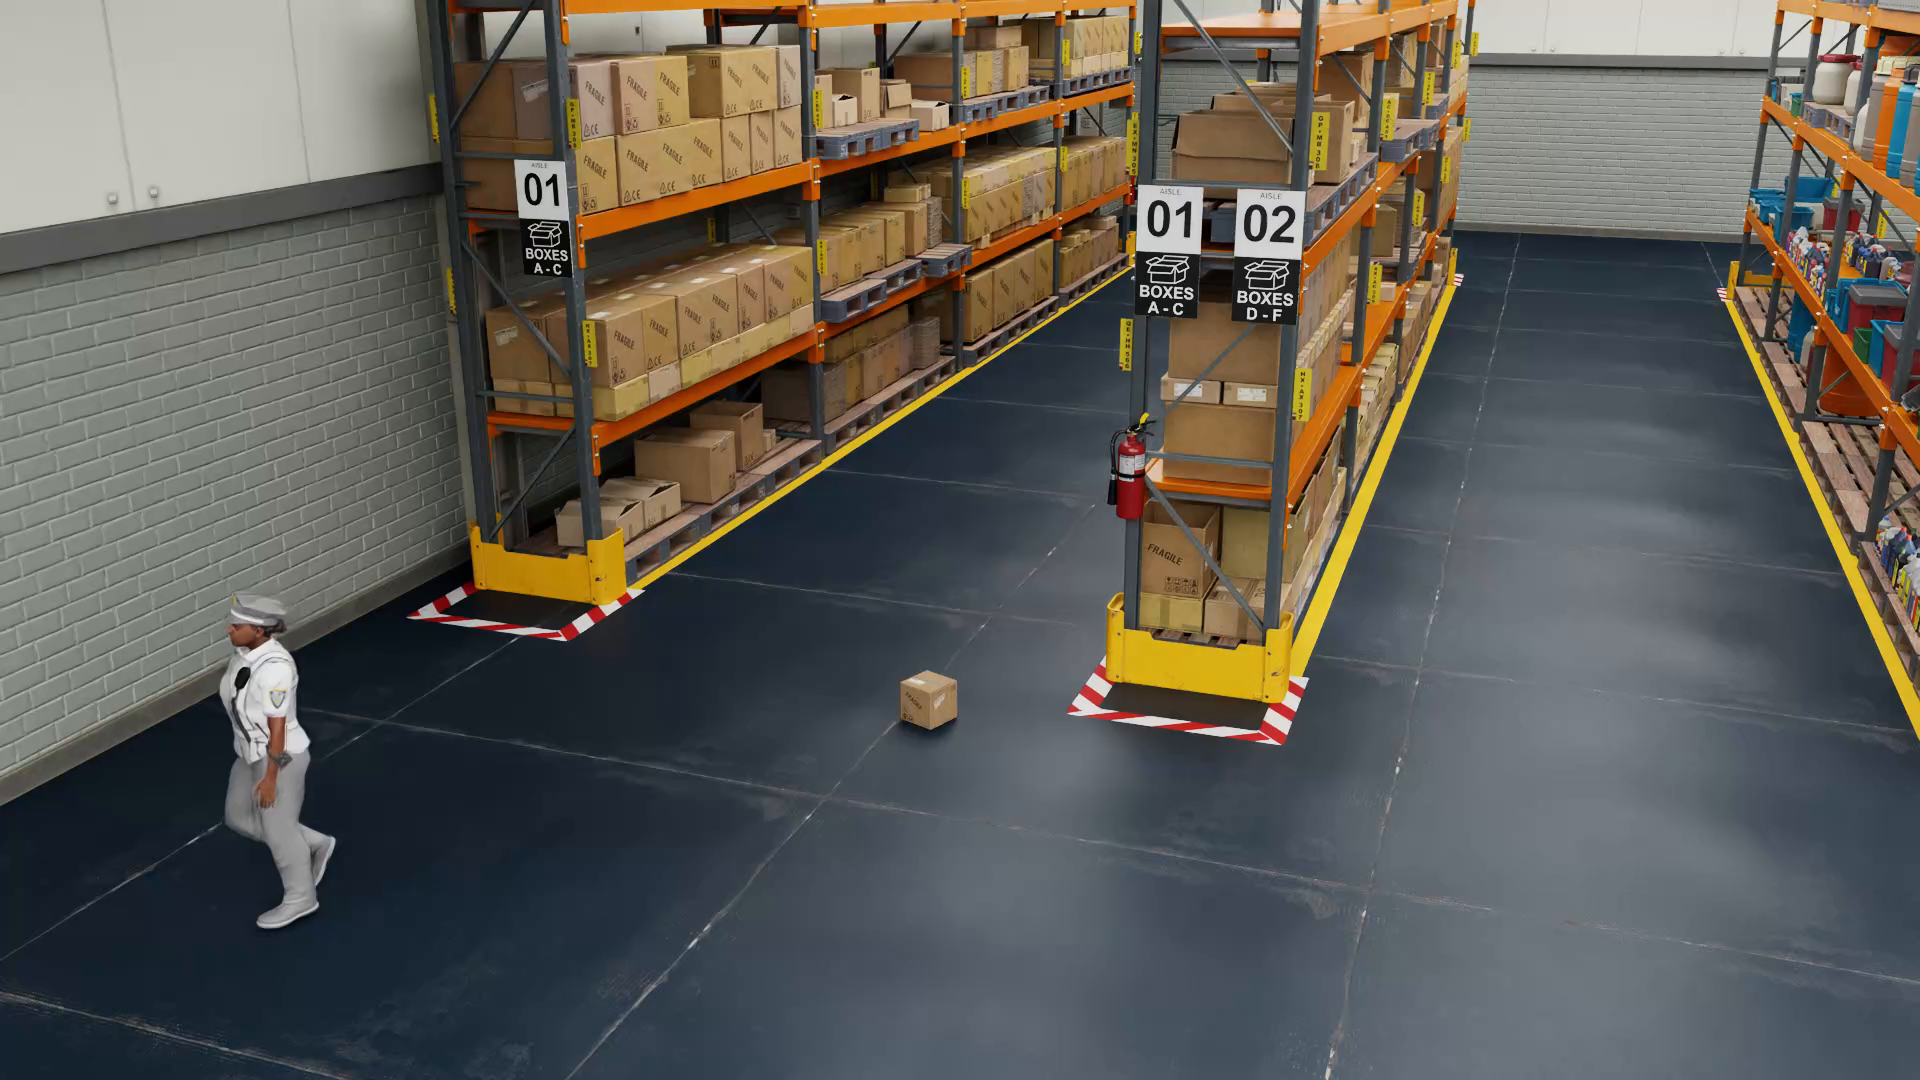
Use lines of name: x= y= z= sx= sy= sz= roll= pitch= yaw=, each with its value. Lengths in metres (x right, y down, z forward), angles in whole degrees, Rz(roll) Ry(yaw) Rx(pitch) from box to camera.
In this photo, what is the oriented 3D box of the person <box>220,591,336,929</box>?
person: x=-3.268 y=1.022 z=7.932 sx=0.461 sy=1.685 sz=0.444 roll=-15 pitch=24 yaw=-37
